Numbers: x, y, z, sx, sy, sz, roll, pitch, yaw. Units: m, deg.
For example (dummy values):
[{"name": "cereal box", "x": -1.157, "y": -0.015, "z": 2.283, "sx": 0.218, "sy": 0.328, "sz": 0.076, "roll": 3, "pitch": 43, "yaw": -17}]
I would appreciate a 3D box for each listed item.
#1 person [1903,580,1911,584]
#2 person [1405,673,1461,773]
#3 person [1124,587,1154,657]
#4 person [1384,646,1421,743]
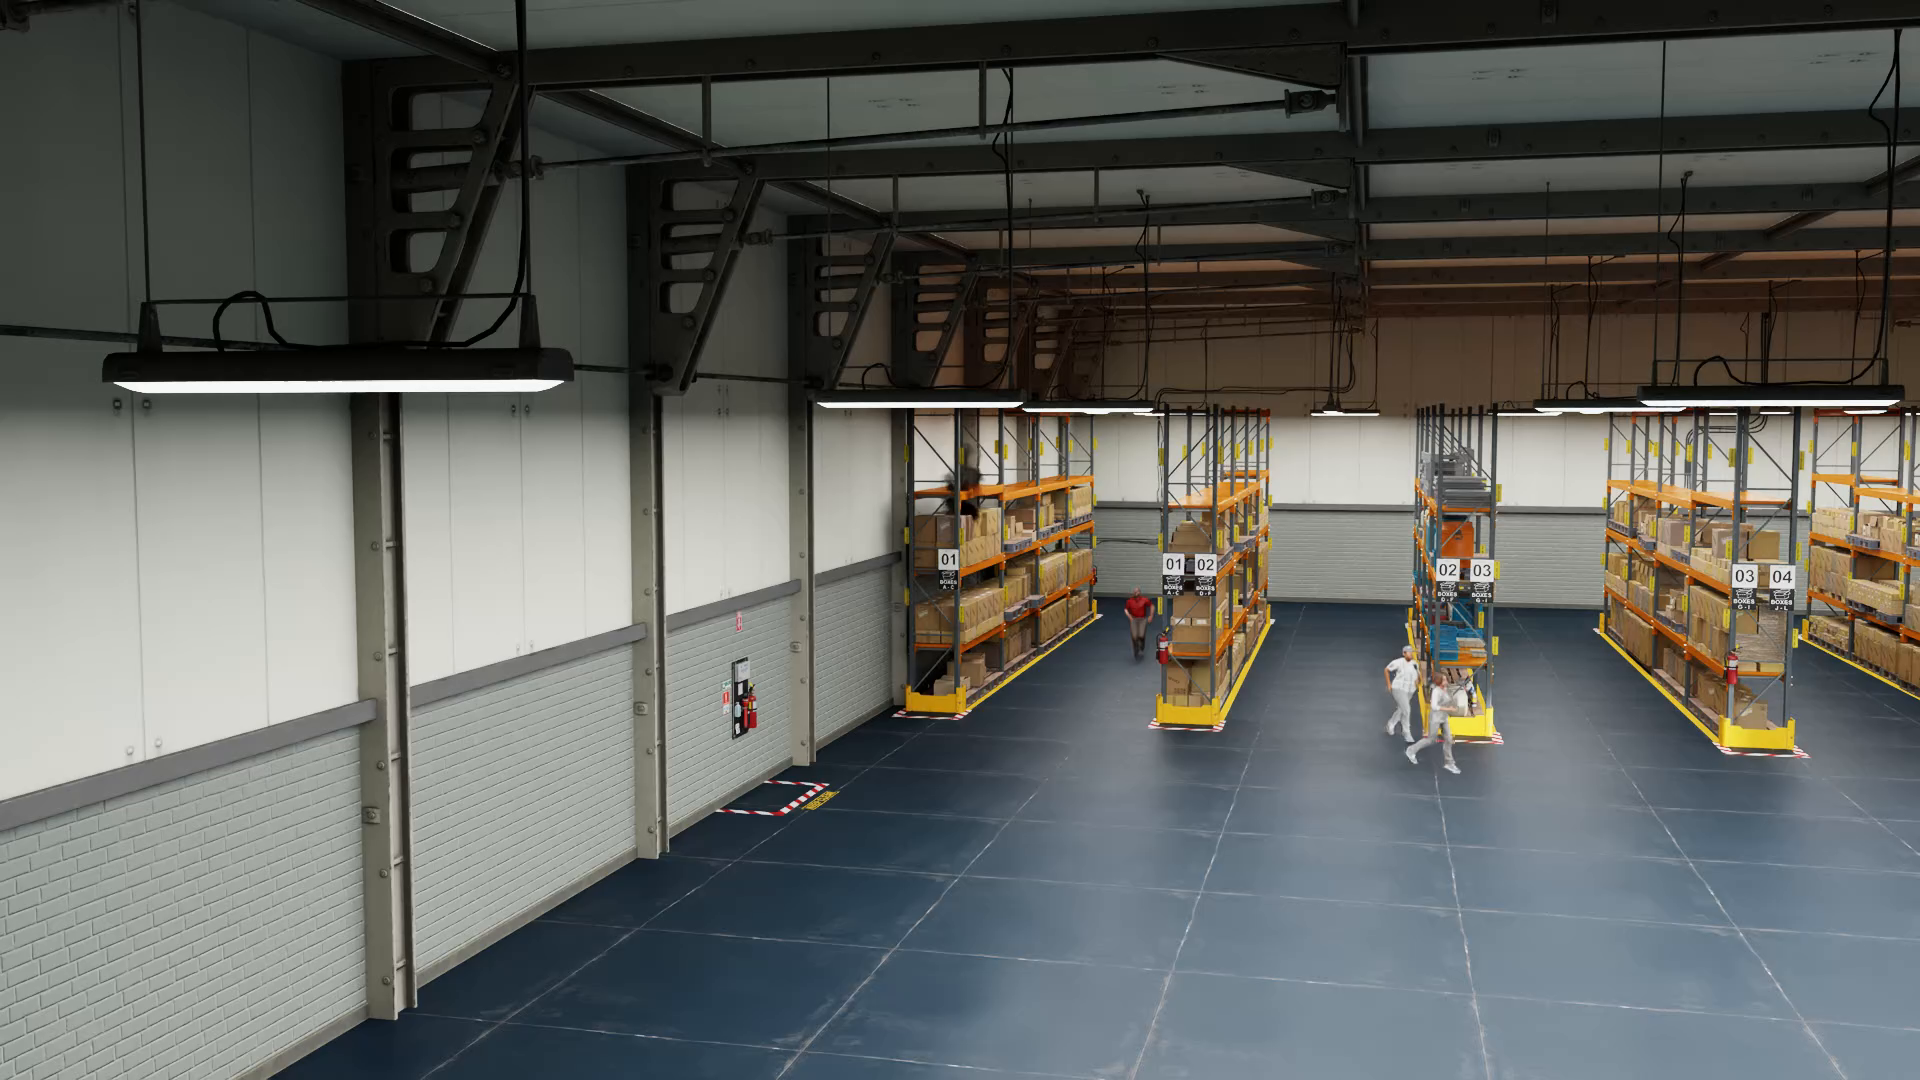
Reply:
[{"name": "person", "x": 23.931, "y": 1.816, "z": 42.040, "sx": 0.630, "sy": 1.712, "sz": 0.665, "roll": 0, "pitch": 4, "yaw": -1}, {"name": "person", "x": 7.732, "y": 2.954, "z": 27.061, "sx": 0.886, "sy": 1.606, "sz": 0.551, "roll": 4, "pitch": 5, "yaw": 40}, {"name": "person", "x": 4.287, "y": 1.981, "z": 39.977, "sx": 0.690, "sy": 1.690, "sz": 0.657, "roll": 1, "pitch": 4, "yaw": 15}, {"name": "person", "x": 7.992, "y": 2.733, "z": 29.798, "sx": 0.592, "sy": 1.652, "sz": 0.843, "roll": -2, "pitch": 4, "yaw": -22}]
